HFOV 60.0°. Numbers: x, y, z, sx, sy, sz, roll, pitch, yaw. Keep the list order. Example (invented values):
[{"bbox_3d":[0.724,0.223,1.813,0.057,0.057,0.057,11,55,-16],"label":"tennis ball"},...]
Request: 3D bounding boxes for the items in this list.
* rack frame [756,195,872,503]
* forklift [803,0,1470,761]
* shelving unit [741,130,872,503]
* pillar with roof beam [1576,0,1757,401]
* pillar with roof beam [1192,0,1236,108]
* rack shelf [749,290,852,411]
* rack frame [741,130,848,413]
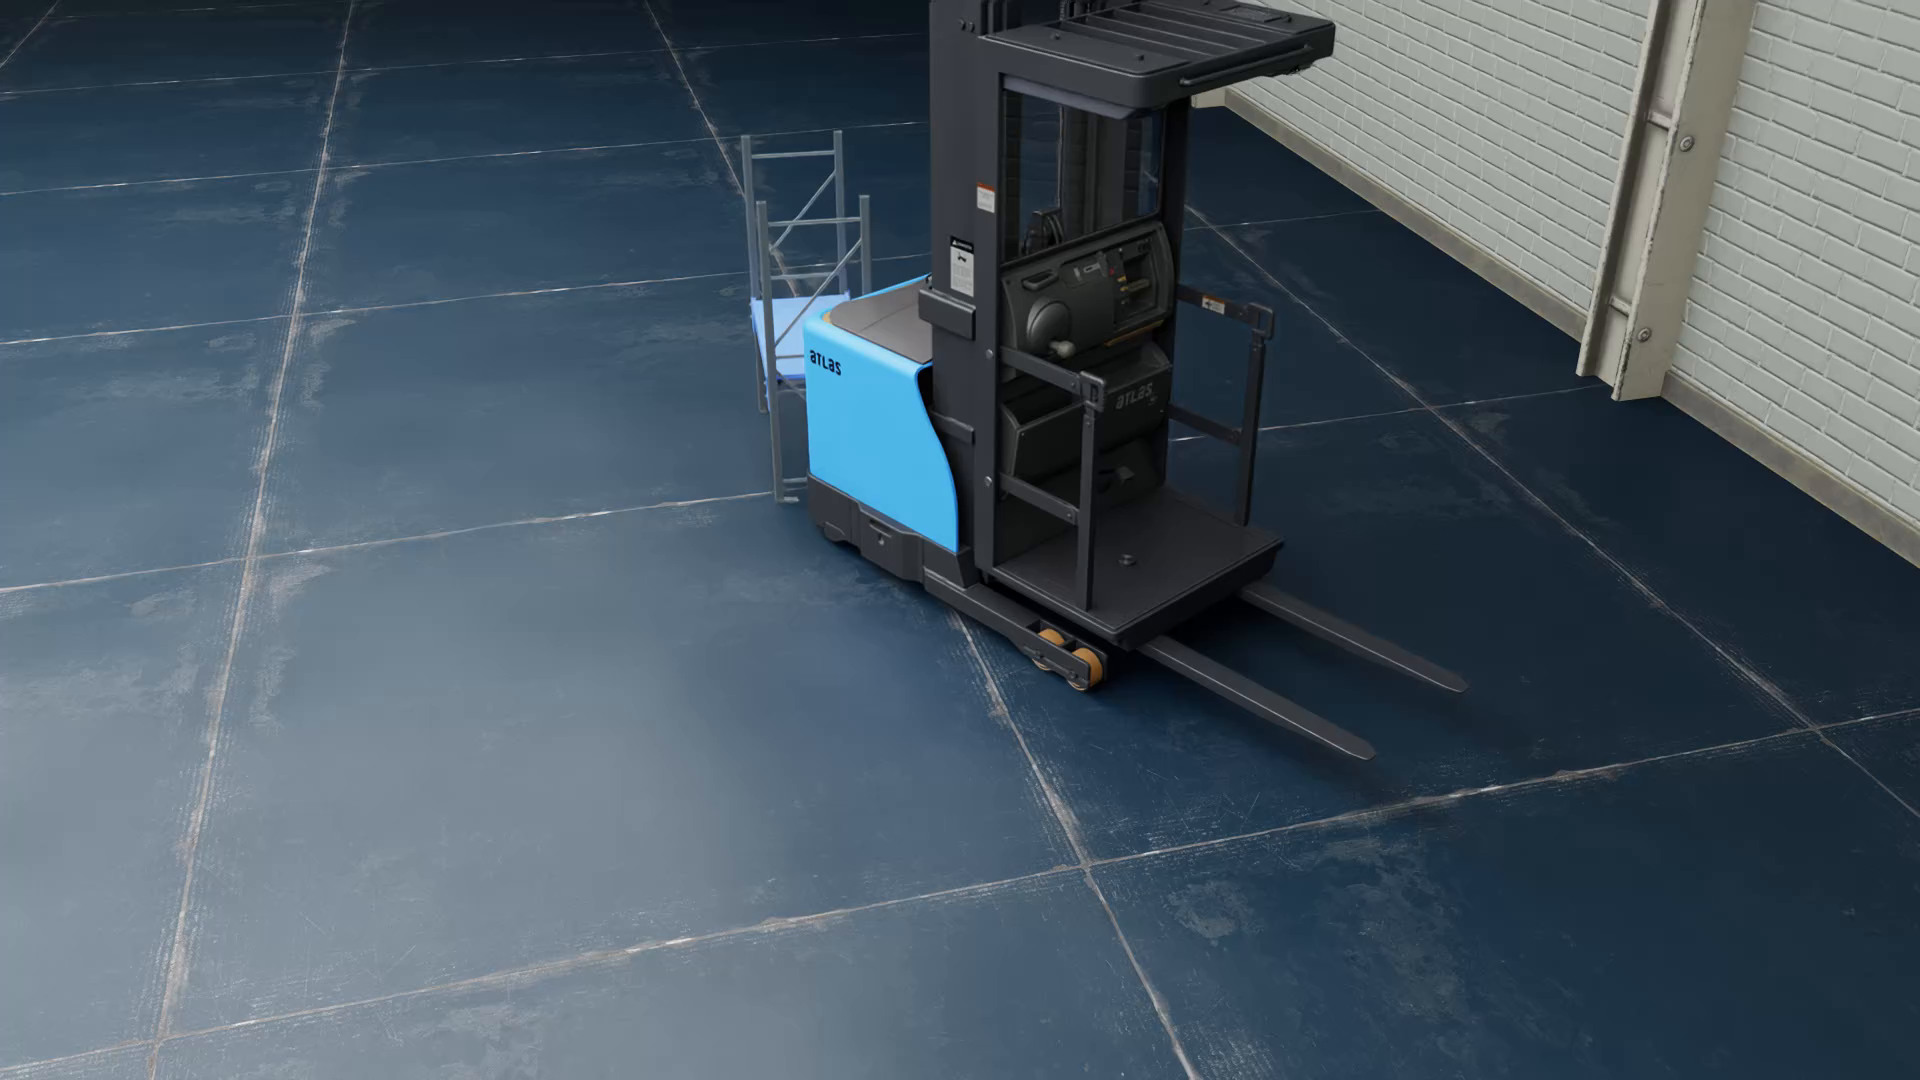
[{"bbox_3d":[-0.650,-0.860,7.738,0.500,1.500,0.032,-5,30,-9],"label":"rack frame"},{"bbox_3d":[0.666,-0.954,6.472,1.130,2.935,3.031,-25,38,-36],"label":"forklift"},{"bbox_3d":[-0.741,-1.110,8.171,0.538,1.500,1.048,-5,30,-9],"label":"shelving unit"},{"bbox_3d":[-0.479,-4.193,6.011,9.100,9.000,0.400,-8,31,-13],"label":"pillar with roof beam"},{"bbox_3d":[-2.071,-7.091,11.018,9.100,9.000,0.400,-8,31,-13],"label":"pillar with roof beam"},{"bbox_3d":[-0.741,-0.955,8.261,0.538,0.185,1.000,-5,30,-9],"label":"rack shelf"},{"bbox_3d":[-0.831,-1.361,8.604,0.500,1.500,0.032,-5,30,-9],"label":"rack frame"}]
